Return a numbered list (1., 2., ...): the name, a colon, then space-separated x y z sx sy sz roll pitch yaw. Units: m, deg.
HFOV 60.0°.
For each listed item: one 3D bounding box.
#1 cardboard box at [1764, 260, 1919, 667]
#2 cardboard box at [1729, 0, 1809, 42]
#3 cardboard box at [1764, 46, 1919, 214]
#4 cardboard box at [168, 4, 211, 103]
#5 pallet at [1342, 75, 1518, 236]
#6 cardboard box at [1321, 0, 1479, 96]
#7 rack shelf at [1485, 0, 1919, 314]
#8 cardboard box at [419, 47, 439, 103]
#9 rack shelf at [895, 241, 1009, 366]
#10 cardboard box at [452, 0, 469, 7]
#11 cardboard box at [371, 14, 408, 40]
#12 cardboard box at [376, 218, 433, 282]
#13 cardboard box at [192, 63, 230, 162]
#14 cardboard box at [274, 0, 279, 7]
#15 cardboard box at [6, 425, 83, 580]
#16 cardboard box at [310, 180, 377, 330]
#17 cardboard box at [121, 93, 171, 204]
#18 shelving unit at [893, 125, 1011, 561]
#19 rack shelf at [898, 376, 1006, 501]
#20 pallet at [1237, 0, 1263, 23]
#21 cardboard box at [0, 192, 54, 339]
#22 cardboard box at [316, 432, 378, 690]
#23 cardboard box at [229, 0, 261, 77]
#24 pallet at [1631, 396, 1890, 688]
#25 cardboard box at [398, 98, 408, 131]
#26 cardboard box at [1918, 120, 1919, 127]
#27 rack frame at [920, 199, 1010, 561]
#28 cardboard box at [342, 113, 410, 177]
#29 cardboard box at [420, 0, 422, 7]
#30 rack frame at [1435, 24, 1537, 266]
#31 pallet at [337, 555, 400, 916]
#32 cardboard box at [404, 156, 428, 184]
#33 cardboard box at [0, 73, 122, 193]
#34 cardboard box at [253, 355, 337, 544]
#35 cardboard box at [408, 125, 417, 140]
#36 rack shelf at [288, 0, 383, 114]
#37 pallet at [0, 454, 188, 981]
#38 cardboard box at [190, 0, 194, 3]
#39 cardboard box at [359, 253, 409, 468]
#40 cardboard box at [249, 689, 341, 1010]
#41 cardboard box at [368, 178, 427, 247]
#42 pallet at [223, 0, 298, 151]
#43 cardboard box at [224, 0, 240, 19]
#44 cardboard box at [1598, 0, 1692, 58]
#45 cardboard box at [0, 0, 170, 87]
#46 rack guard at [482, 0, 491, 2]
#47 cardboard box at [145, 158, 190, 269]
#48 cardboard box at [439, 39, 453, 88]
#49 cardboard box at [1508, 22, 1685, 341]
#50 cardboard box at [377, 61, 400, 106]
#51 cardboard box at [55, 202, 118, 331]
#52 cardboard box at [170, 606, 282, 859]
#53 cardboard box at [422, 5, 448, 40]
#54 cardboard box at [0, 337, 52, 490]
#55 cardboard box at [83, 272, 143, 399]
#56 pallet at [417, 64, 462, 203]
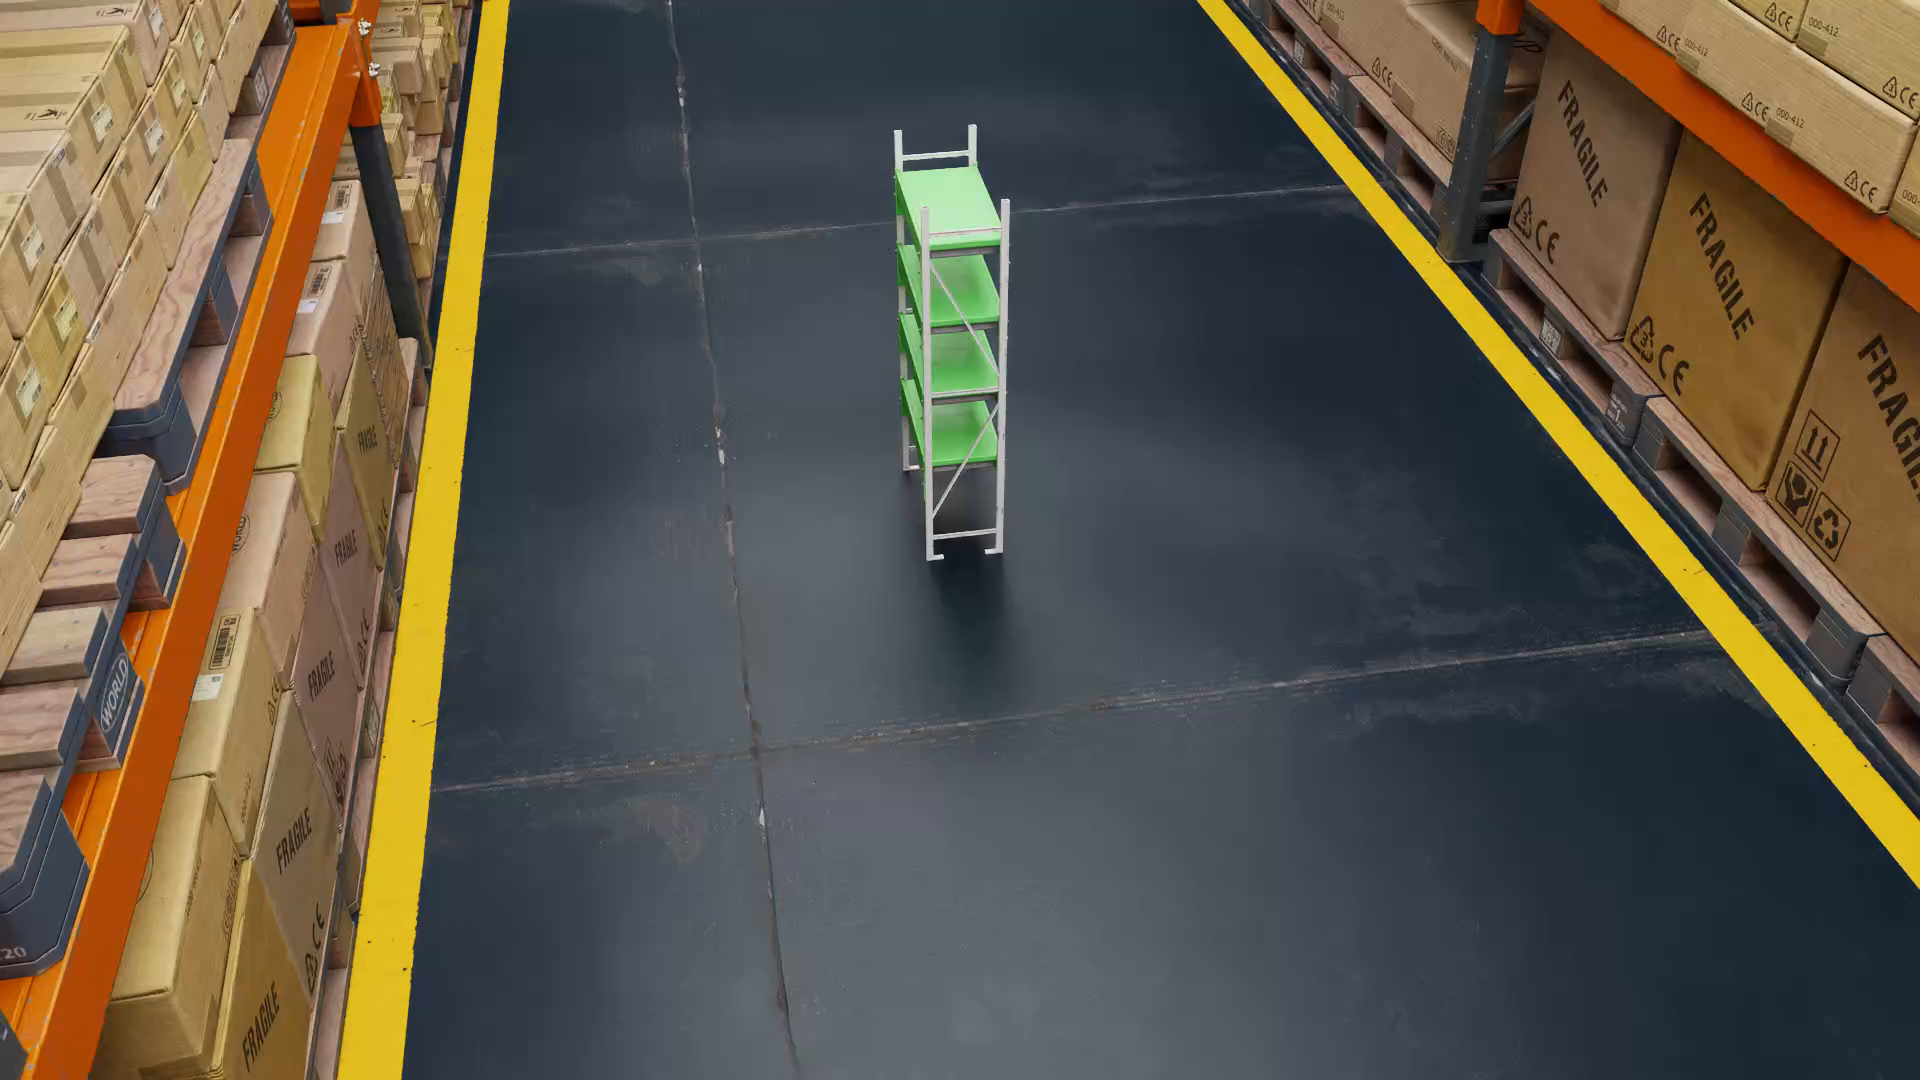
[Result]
1. cardboard box: 2.944 -0.250 4.517 0.875 0.875 0.875 -6 38 -7
2. cardboard box: 2.415 -1.597 4.575 0.500 0.250 0.500 -6 38 -7
3. cardboard box: 2.497 -1.094 4.336 0.500 0.250 0.500 -7 38 -9
4. cardboard box: -1.972 -1.115 3.860 0.380 0.149 0.250 -8 39 -10
5. pallet: 2.378 -1.741 7.319 1.003 0.211 1.213 -6 38 -8
6. cardboard box: 2.273 -2.460 7.717 0.875 0.438 0.875 -7 38 -9
7. rack shelf: 2.785 -0.882 4.527 1.077 0.370 4.000 -6 38 -8
8. cardboard box: -2.432 -1.969 7.079 0.380 0.149 0.250 -7 38 -8
9. rack shelf: -0.029 -0.713 4.903 0.258 0.148 0.480 -6 38 -8
10. cardboard box: -2.680 -2.797 8.387 0.380 0.149 0.250 -5 38 -7
11. cardboard box: -2.522 -2.080 6.978 0.380 0.149 0.250 -8 39 -10
12. cardboard box: -2.169 -1.075 6.171 0.380 0.149 0.250 -8 39 -10
13. cardboard box: -1.971 -1.002 3.958 0.380 0.149 0.250 -8 39 -10
14. cardboard box: -2.157 -1.629 4.764 0.380 0.149 0.250 -7 38 -9
15. cardboard box: -1.694 -0.048 2.730 0.380 0.149 0.250 -4 38 -6
16. cardboard box: -2.042 -0.833 4.961 0.500 0.250 0.500 -7 38 -9
17. cardboard box: -1.885 -0.803 3.458 0.380 0.149 0.250 -5 38 -6
18. shelving unit: -0.029 -0.574 5.011 0.258 1.200 0.503 -6 38 -8
19. rack shelf: -0.029 -0.334 5.197 0.258 0.148 0.480 -6 38 -8
20. pallet: 1.950 -3.214 9.216 1.003 0.211 1.213 -6 38 -8
21. cardboard box: -1.744 -0.437 2.745 0.380 0.149 0.250 -8 39 -10
22. cardboard box: -1.868 0.081 4.396 0.500 0.500 0.500 -7 38 -9
23. cardboard box: -2.069 -1.321 4.368 0.380 0.149 0.250 -6 38 -8
24. pallet: 2.861 -0.077 5.177 1.003 0.211 1.213 -6 38 -8
25. cardboard box: -2.425 -1.642 6.657 0.380 0.149 0.250 -8 39 -10
26. cardboard box: 2.597 -0.978 3.779 0.500 0.250 0.500 -7 38 -9
27. rack frame: 0.014 -0.426 4.821 0.240 1.200 0.015 -6 38 -8
28. cardboard box: -2.268 -1.459 6.179 0.380 0.149 0.250 -4 38 -6
29. cardboard box: -2.600 -2.388 7.375 0.380 0.149 0.250 -7 38 -9
30. rack frame: 2.434 -2.374 5.861 1.000 3.000 0.127 -6 38 -8
31. pallet: -2.066 0.529 4.397 1.003 0.211 1.213 -6 38 -8
32. cardboard box: -2.310 -1.381 6.564 0.380 0.149 0.250 -6 38 -8
33. cardboard box: -1.842 -0.760 3.161 0.380 0.149 0.250 -5 38 -7
34. cardboard box: -1.858 -0.203 4.151 0.500 0.250 0.500 -8 39 -10
35. cardboard box: -2.485 -1.687 6.958 0.380 0.149 0.250 -8 39 -10
36. rack shelf: -2.772 -2.705 6.873 1.077 0.370 4.000 -6 38 -8
37. pallet: -1.950 0.292 2.586 1.213 0.211 1.003 -6 38 -8
38. cardboard box: -2.021 -1.384 3.964 0.380 0.149 0.250 -6 38 -8
39. cardboard box: -2.043 -0.540 5.195 0.500 0.500 0.500 -7 38 -9
40. cardboard box: -1.684 0.699 3.601 0.500 0.500 0.500 -6 38 -7
41. cardboard box: -2.170 -1.192 6.078 0.380 0.149 0.250 -5 38 -6
42. pallet: -2.430 -1.228 4.542 1.003 0.211 1.213 -6 38 -8
43. cardboard box: -2.069 -1.437 4.274 0.380 0.149 0.250 -5 38 -6
44. cardboard box: 2.344 -1.708 5.126 0.500 0.250 0.500 -7 38 -9
45. cardboard box: -1.931 -1.074 3.564 0.380 0.149 0.250 -8 39 -10
46. rack guard: -3.109 -3.164 8.915 1.175 0.500 0.348 -6 38 -8
47. cardboard box: -1.878 -0.681 3.544 0.380 0.149 0.250 -7 38 -9
48. cardboard box: -2.528 -2.166 7.574 0.380 0.149 0.250 -6 38 -7
49. cardboard box: 2.622 -1.335 5.913 0.875 0.875 0.875 -5 38 -7
50. cardboard box: -2.429 -1.761 6.569 0.380 0.149 0.250 -7 38 -9
51. cardboard box: -1.794 -0.490 3.055 0.380 0.149 0.250 -6 38 -8
52. cardboard box: -1.691 0.412 3.359 0.500 0.250 0.500 -7 38 -9
53. cardboard box: -2.526 -2.284 7.484 0.380 0.149 0.250 -4 38 -6
54. cardboard box: -1.707 -0.187 2.666 0.380 0.149 0.250 -7 38 -9
55. cardboard box: -1.792 -0.372 3.146 0.380 0.149 0.250 -5 38 -6
56. pallet: -2.791 -1.820 7.420 1.003 0.211 1.213 -6 38 -8
